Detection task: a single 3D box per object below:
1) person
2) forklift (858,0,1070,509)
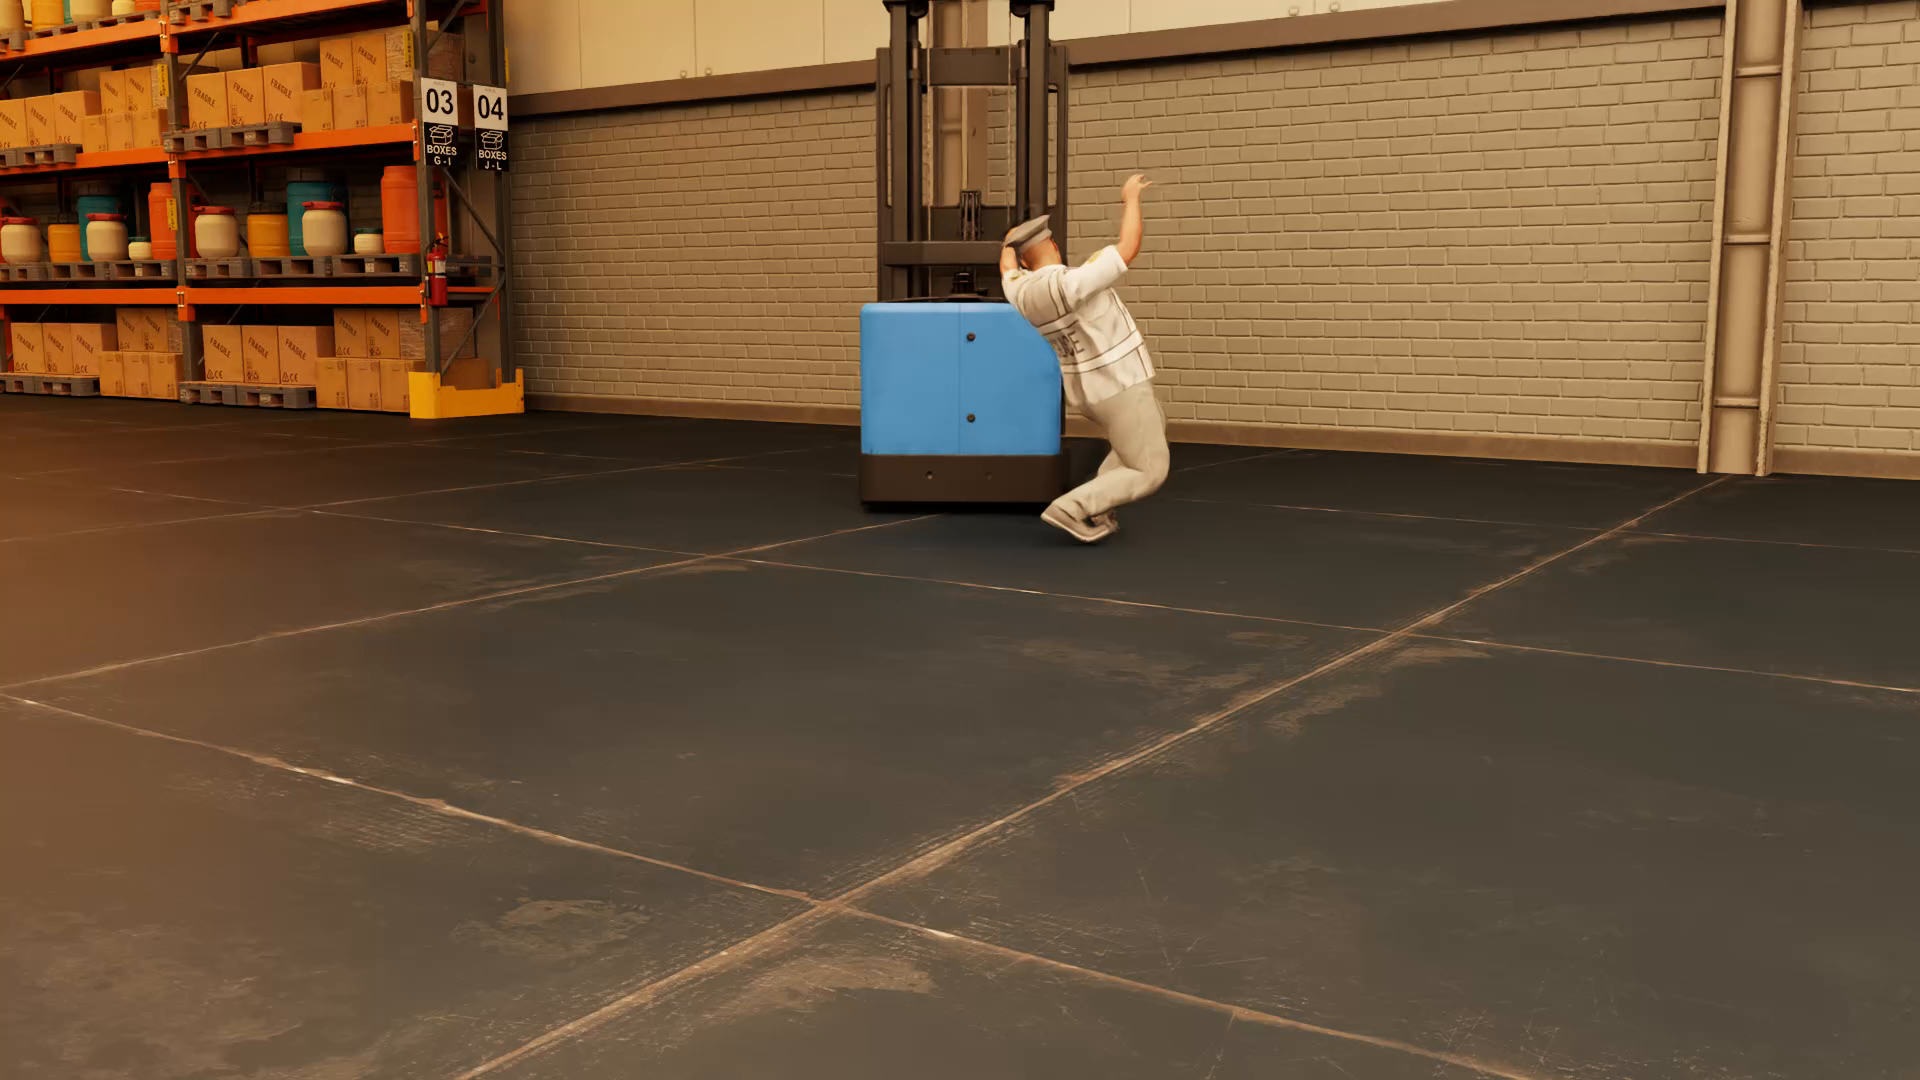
[{"bbox_3d":[0.564,-0.818,7.684,0.865,1.680,1.098,-3,8,-17],"label":"person"},{"bbox_3d":[0.084,-1.785,9.744,1.130,2.935,3.031,0,8,3],"label":"forklift"}]
